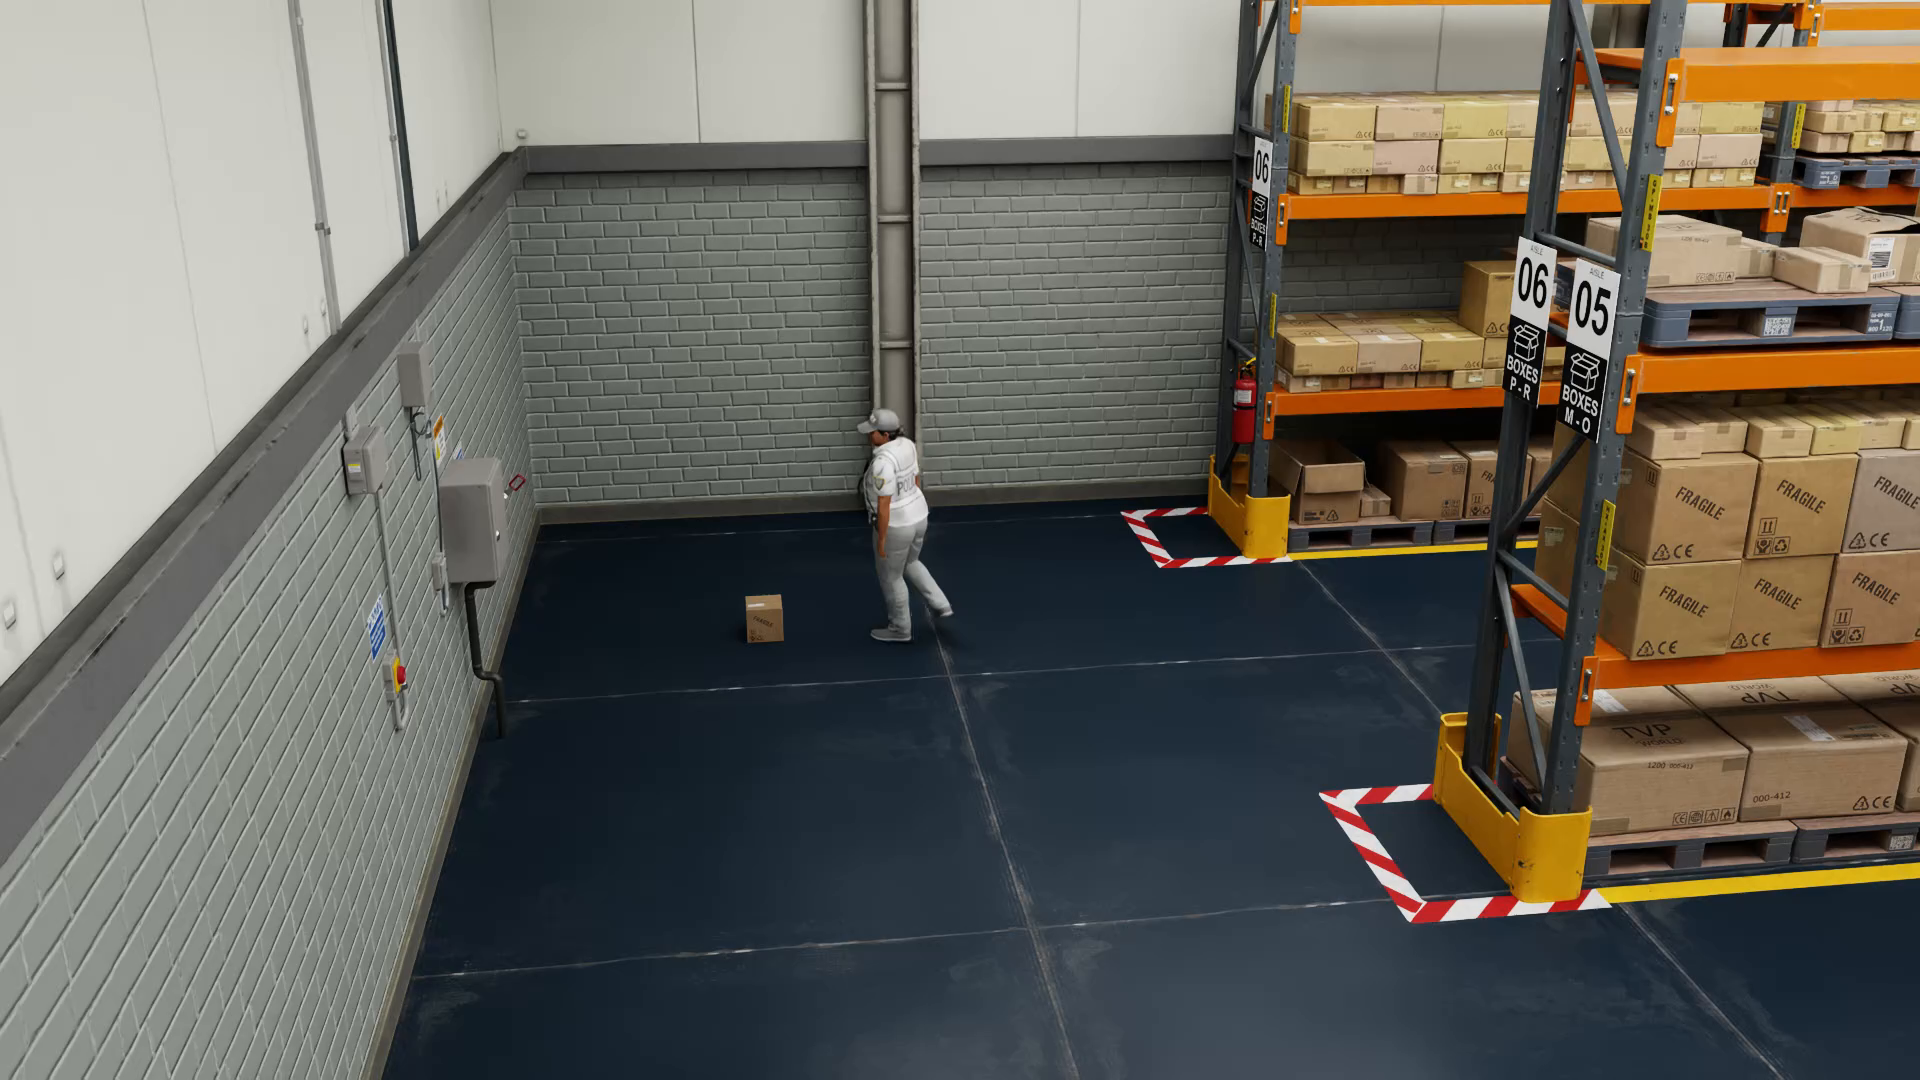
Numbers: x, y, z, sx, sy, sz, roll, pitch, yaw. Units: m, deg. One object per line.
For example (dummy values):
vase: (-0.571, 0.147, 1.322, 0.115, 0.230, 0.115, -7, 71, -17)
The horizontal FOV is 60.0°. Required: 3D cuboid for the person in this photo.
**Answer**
person: (-0.360, -0.092, 11.318, 0.594, 1.661, 0.553, 10, 22, 25)
